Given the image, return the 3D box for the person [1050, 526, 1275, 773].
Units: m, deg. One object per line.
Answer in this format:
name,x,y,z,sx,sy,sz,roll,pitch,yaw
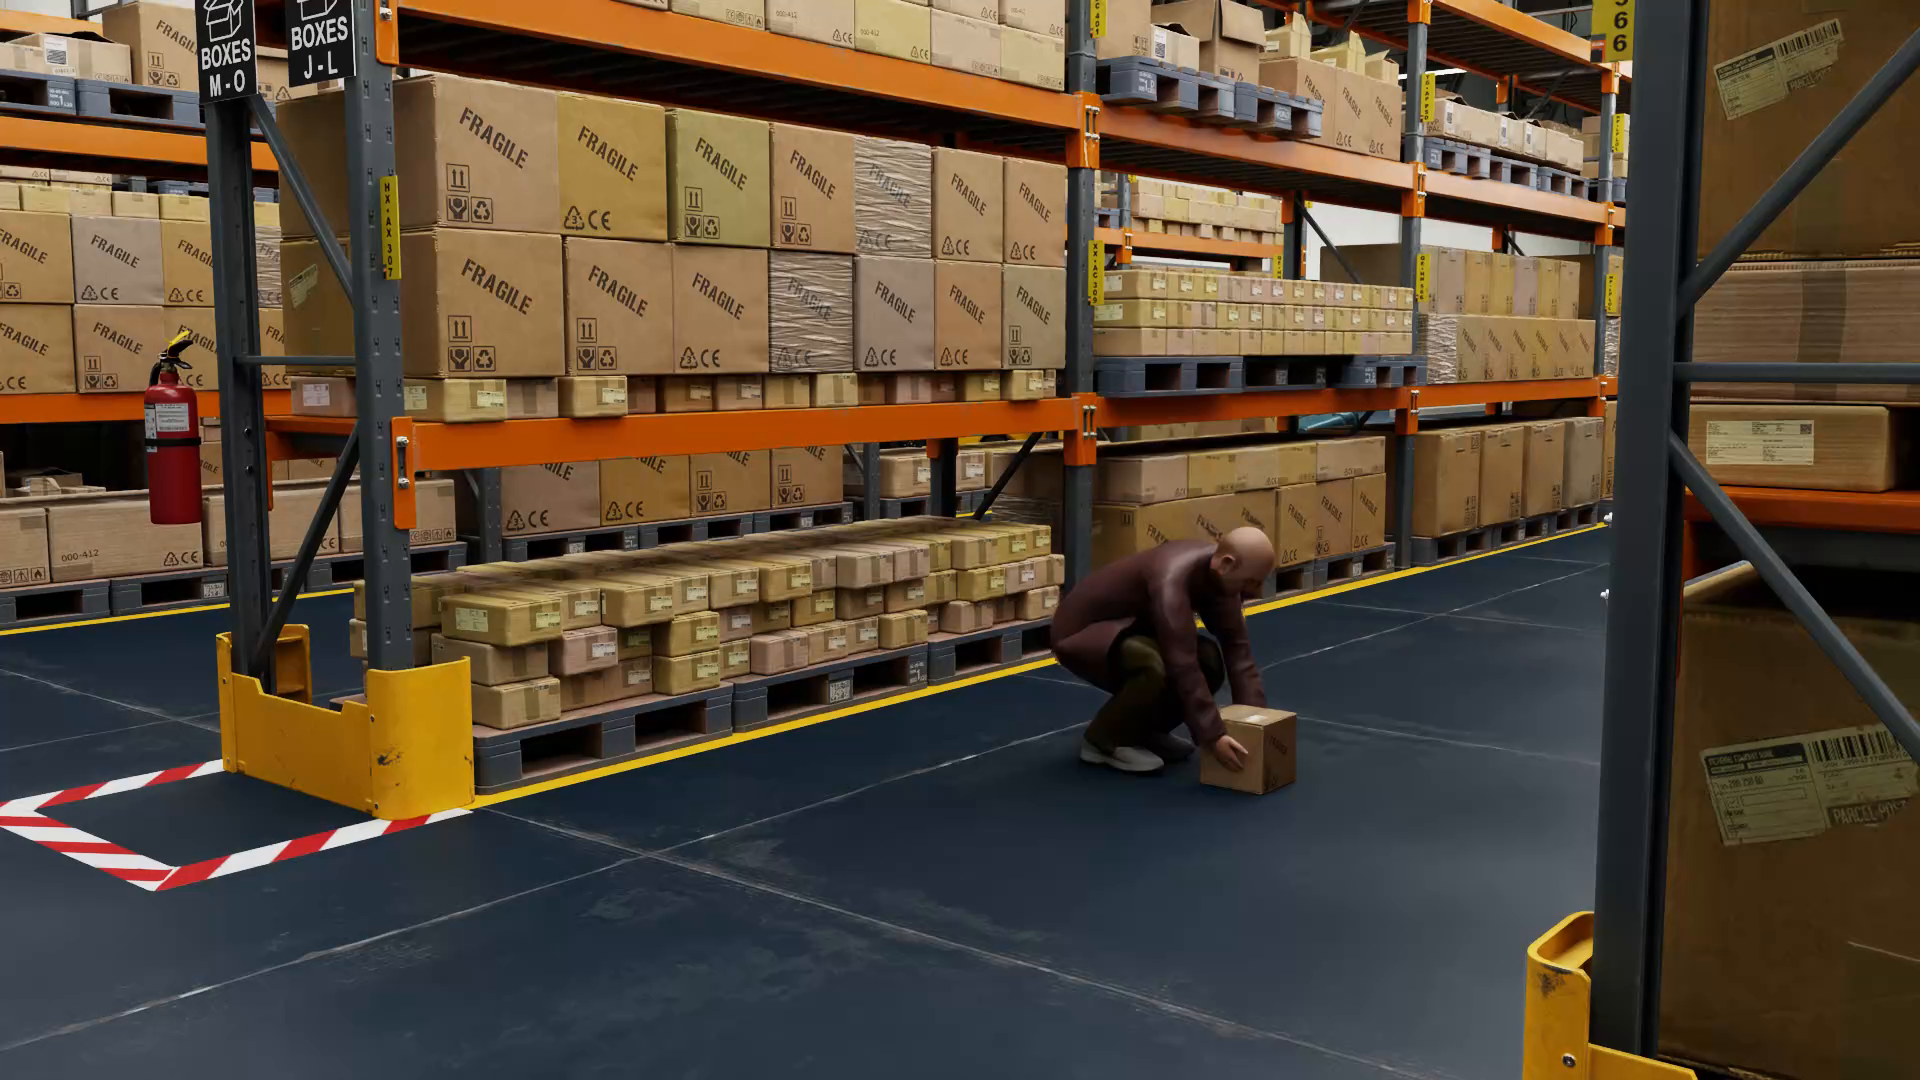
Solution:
person,0.759,0.389,6.178,0.908,0.918,0.603,5,8,38
